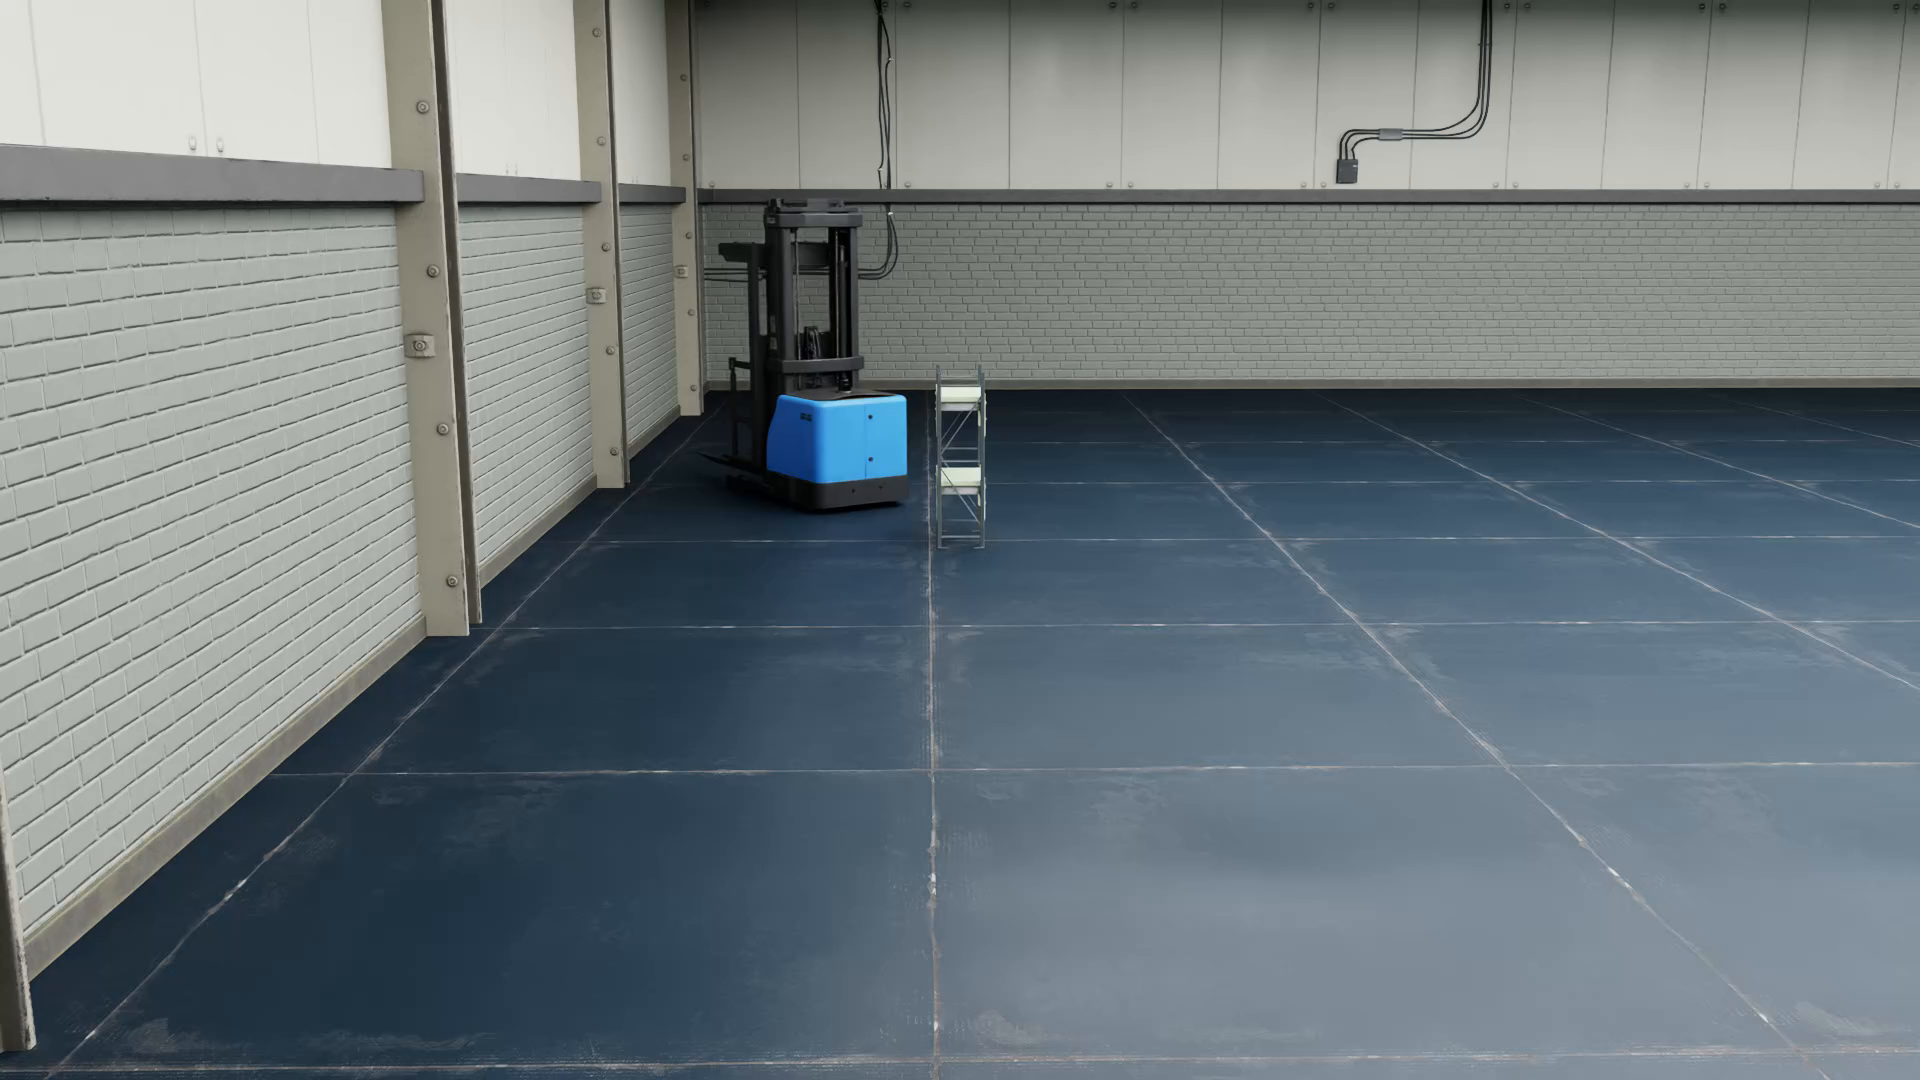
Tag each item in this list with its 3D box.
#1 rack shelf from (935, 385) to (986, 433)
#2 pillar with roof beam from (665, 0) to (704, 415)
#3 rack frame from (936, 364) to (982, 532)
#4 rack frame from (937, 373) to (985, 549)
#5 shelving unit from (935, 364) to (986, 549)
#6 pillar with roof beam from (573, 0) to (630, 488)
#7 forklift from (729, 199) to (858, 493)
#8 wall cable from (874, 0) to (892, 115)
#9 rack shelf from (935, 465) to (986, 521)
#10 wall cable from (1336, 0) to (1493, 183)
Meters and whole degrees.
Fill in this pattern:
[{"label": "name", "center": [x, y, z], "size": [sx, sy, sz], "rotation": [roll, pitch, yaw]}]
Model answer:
[{"label": "rack shelf", "center": [0.000, -1.119, 14.339], "size": [0.431, 0.370, 0.720], "rotation": [0, 11, -1]}, {"label": "pillar with roof beam", "center": [0.537, -6.199, 22.481], "size": [9.100, 9.000, 0.400], "rotation": [0, 11, -1]}, {"label": "rack frame", "center": [-0.008, -0.809, 14.775], "size": [0.400, 1.500, 0.023], "rotation": [0, 11, -1]}, {"label": "rack frame", "center": [0.007, -0.664, 14.058], "size": [0.400, 1.500, 0.023], "rotation": [0, 11, -1]}, {"label": "shelving unit", "center": [0.000, -0.736, 14.417], "size": [0.431, 1.500, 0.755], "rotation": [0, 11, -1]}, {"label": "pillar with roof beam", "center": [0.661, -5.006, 16.602], "size": [9.100, 9.000, 0.400], "rotation": [0, 11, -1]}, {"label": "forklift", "center": [-1.736, -1.960, 16.850], "size": [1.121, 2.935, 3.031], "rotation": [-8, 14, -33]}, {"label": "wall cable", "center": [0.199, -7.737, 25.169], "size": [3.097, 2.526, 0.112], "rotation": [0, 11, -1]}, {"label": "rack shelf", "center": [0.000, -0.417, 14.481], "size": [0.431, 0.370, 0.720], "rotation": [0, 11, -1]}, {"label": "wall cable", "center": [6.986, -8.475, 25.146], "size": [2.305, 6.003, 0.169], "rotation": [0, 11, -1]}]
